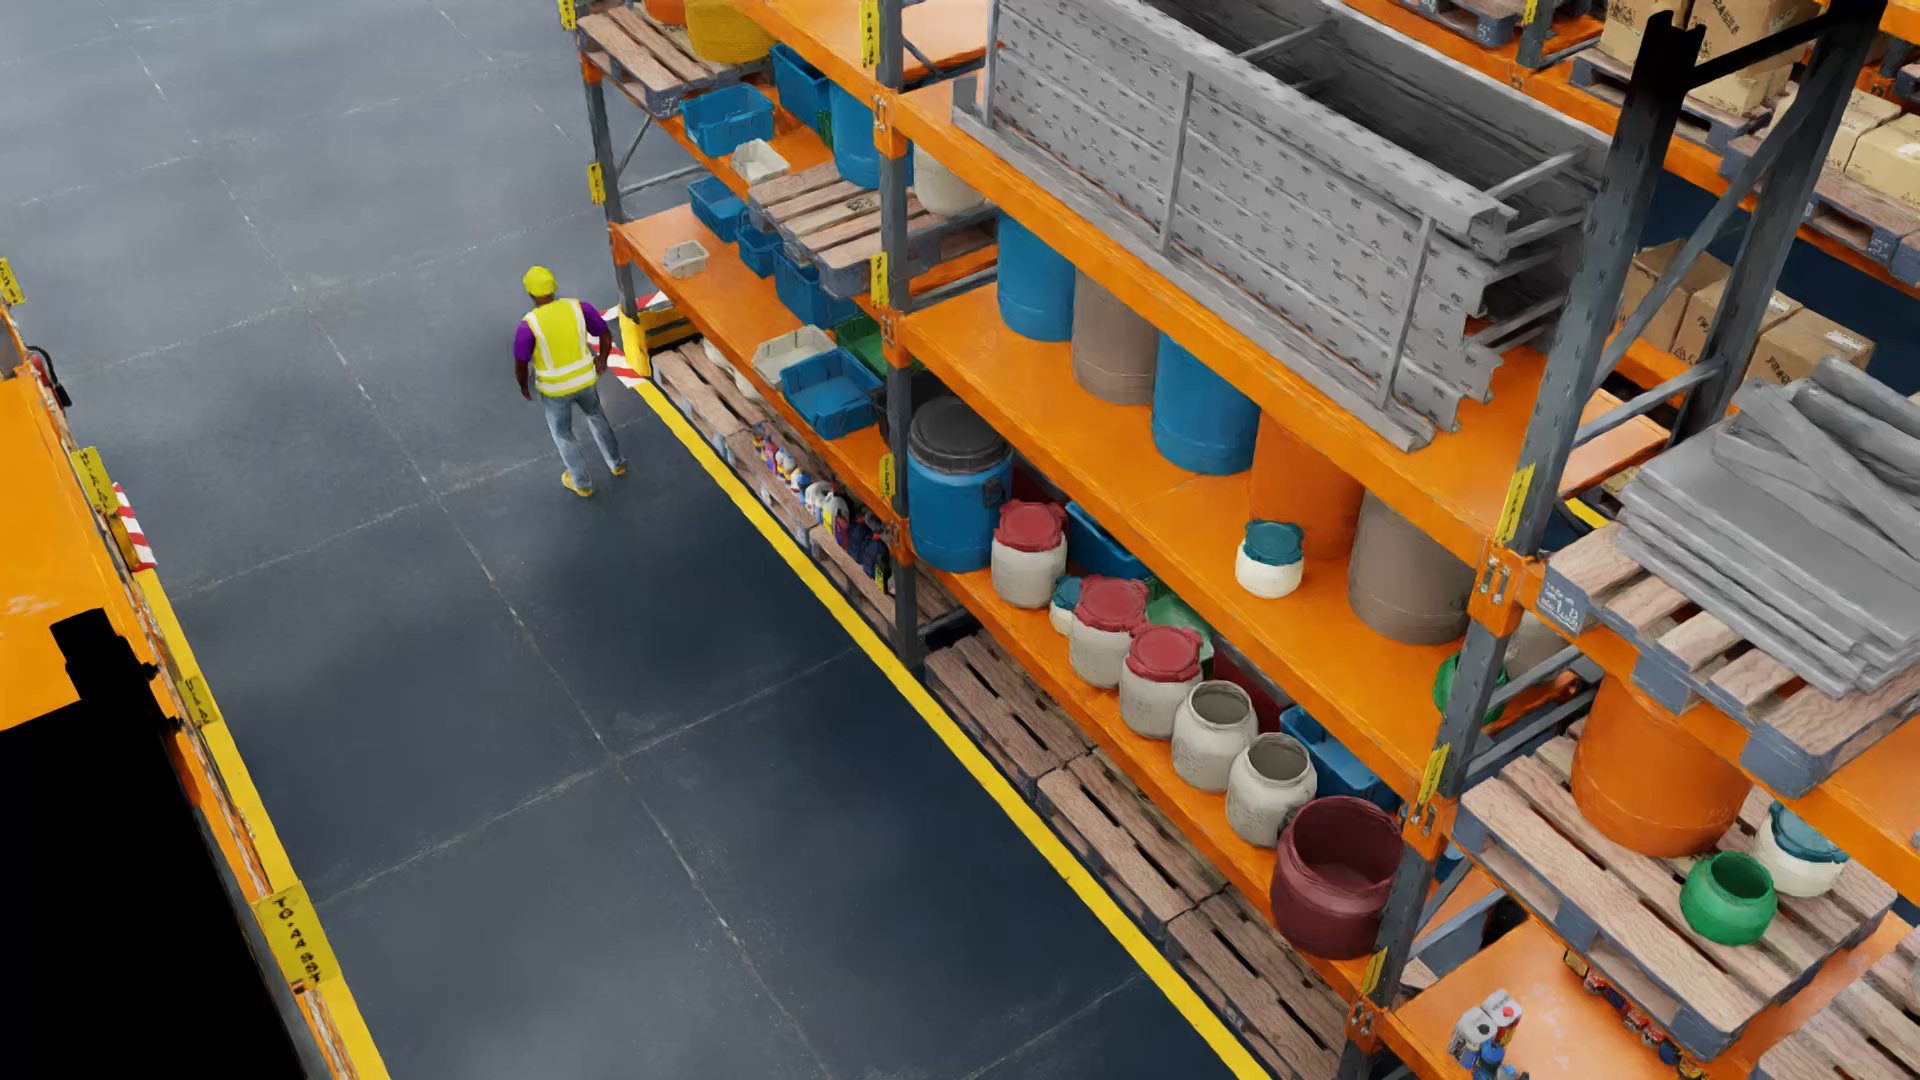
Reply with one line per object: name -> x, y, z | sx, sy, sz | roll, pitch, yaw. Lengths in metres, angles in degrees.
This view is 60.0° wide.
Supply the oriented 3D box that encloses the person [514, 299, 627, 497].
person -> -2.754, -1.030, 11.806 | 0.690, 1.474, 0.470 | -27, 49, -26
